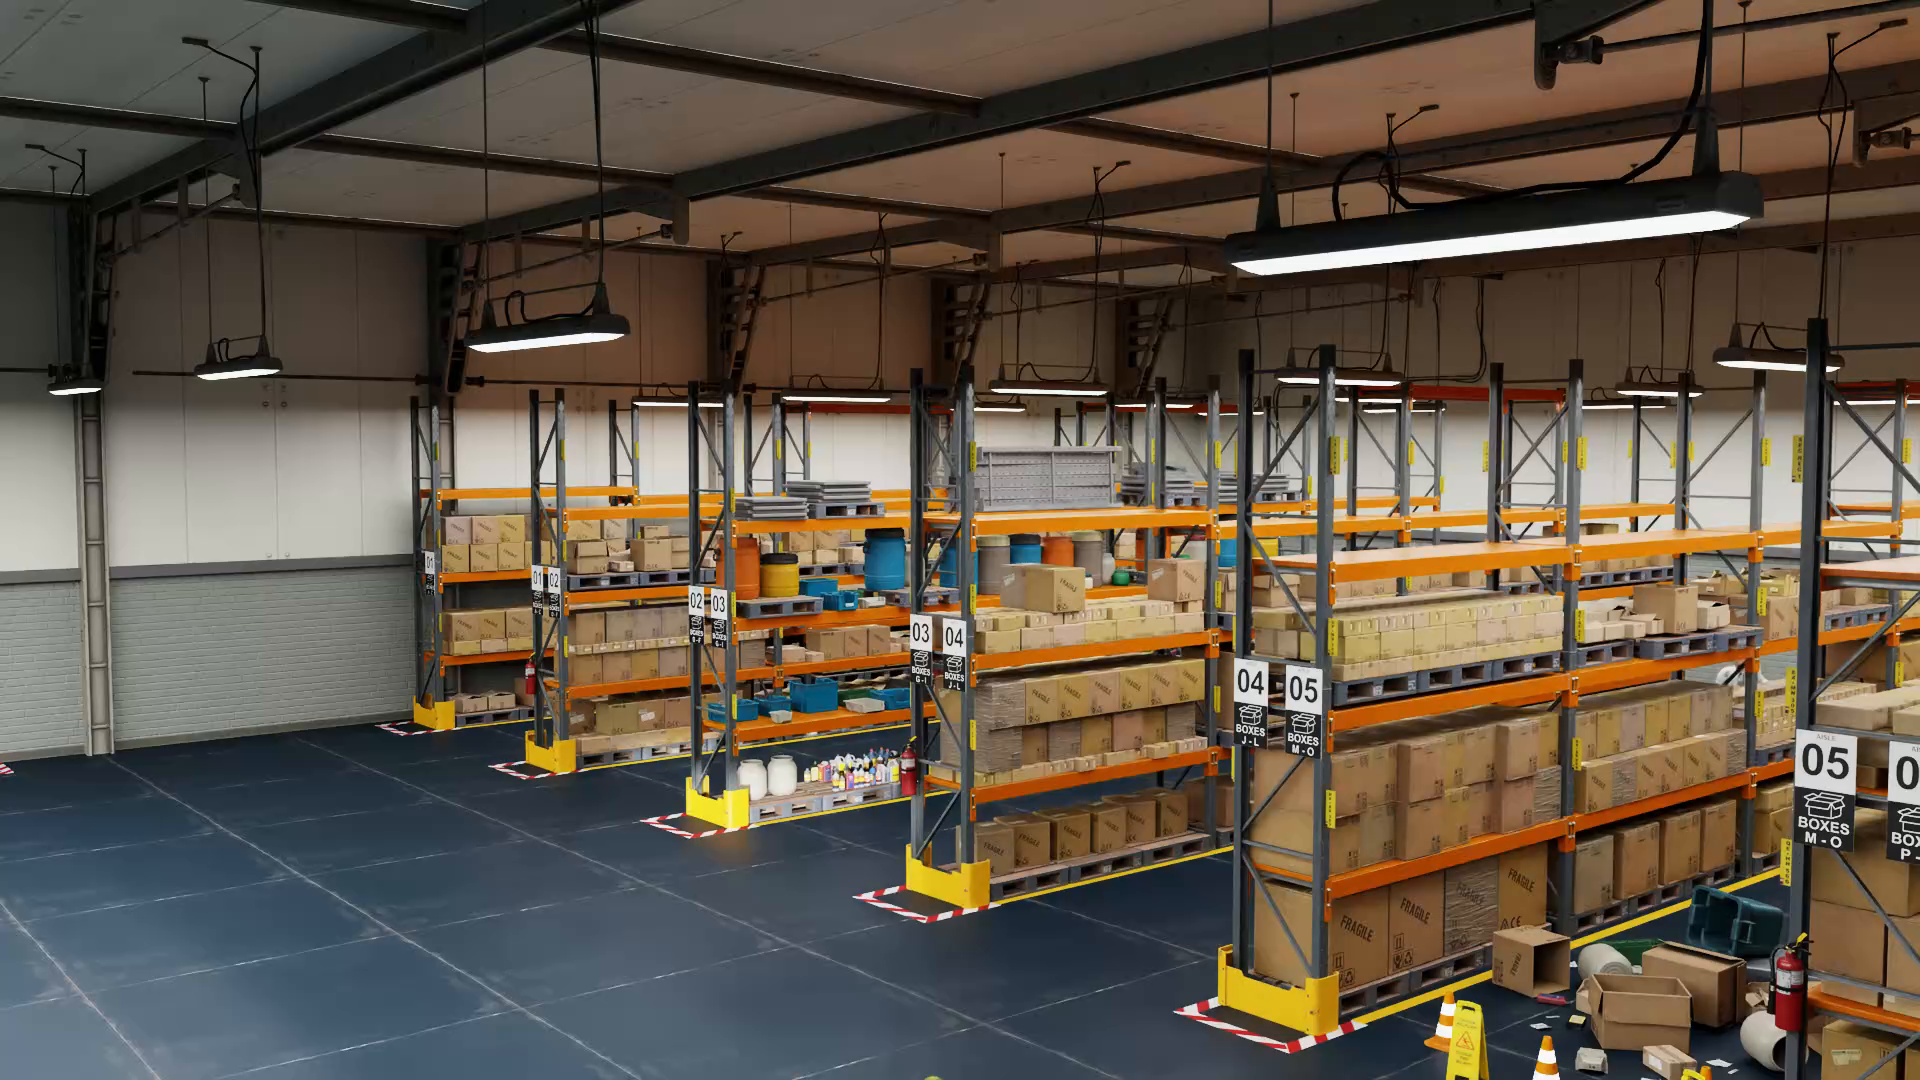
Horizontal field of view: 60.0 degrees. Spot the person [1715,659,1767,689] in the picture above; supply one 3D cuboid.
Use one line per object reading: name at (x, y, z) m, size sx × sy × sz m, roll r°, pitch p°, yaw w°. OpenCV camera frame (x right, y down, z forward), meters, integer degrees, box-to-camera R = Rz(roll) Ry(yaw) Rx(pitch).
person at (12.850, 2.742, 27.355) m, size 0.818 × 1.662 × 0.814 m, roll 2°, pitch 4°, yaw 30°
